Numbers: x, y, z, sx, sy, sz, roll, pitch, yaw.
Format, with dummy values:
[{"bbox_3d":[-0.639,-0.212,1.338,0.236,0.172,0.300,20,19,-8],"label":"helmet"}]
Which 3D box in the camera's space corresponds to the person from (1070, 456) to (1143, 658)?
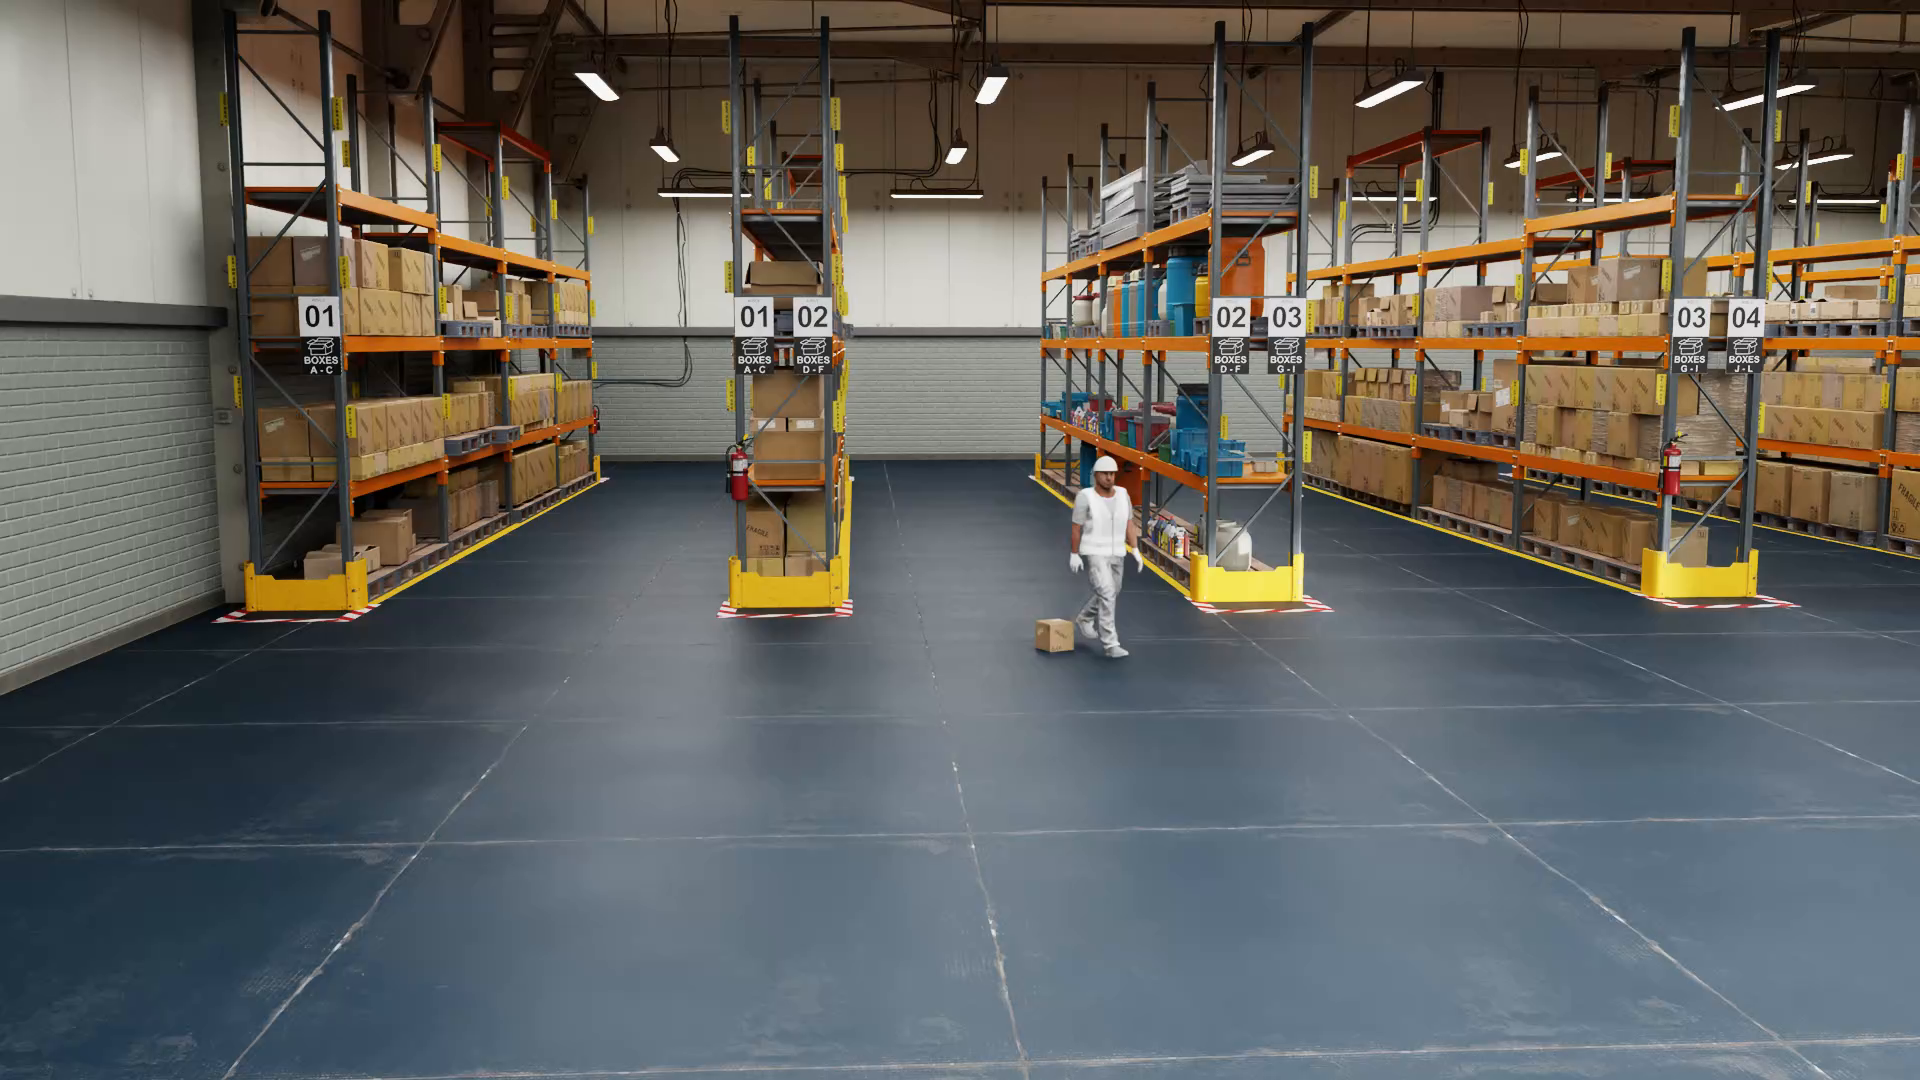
[{"bbox_3d":[1.248,0.121,14.629,0.559,1.738,1.057,-4,8,-28],"label":"person"}]
